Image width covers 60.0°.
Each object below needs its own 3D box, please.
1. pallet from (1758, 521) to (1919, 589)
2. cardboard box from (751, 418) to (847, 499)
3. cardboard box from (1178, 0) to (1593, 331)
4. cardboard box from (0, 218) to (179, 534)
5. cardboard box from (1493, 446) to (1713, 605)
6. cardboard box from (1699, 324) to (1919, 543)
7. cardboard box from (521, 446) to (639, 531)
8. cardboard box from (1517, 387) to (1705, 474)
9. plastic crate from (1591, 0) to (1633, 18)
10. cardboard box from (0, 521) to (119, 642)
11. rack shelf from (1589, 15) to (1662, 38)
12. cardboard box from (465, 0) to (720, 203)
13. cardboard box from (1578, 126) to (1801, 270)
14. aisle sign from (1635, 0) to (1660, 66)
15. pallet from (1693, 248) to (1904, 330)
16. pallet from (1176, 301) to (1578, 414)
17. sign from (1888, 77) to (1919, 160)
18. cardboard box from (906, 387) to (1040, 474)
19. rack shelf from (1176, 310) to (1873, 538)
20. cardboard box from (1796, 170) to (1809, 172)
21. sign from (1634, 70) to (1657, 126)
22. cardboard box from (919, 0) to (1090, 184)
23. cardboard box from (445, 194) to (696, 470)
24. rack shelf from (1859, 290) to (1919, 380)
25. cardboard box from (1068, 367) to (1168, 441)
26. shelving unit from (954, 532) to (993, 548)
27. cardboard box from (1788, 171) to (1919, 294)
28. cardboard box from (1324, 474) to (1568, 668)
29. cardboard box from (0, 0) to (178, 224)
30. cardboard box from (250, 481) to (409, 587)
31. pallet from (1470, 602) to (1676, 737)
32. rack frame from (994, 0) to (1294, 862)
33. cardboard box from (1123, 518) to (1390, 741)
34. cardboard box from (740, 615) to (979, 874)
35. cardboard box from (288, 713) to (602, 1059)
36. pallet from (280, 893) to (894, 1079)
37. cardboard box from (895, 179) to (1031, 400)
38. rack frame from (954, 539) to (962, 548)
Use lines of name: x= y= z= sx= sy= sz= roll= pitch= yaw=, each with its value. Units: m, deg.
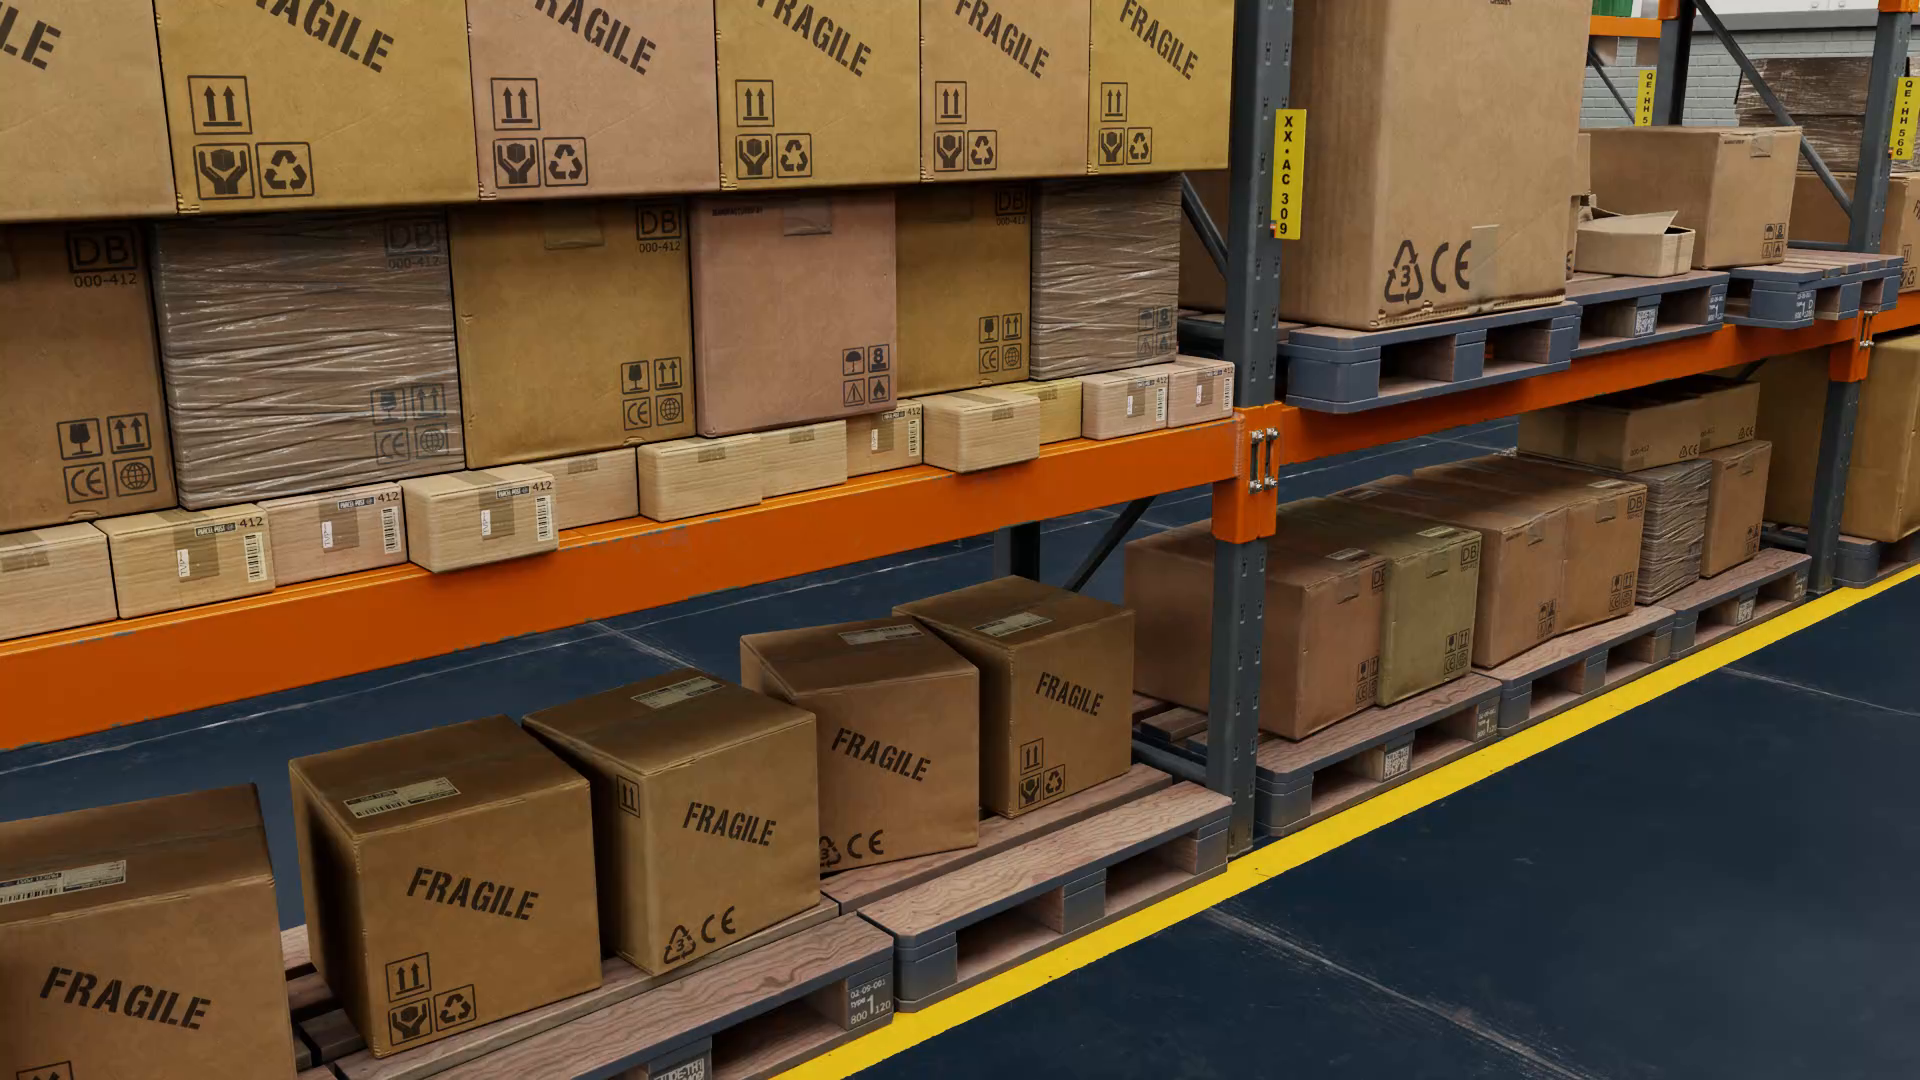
pallet: x=4.142 y=-0.078 z=8.131 sx=1.213 sy=0.211 sz=1.003 roll=-13 pitch=19 yaw=-39
cardboard box: x=-0.464 y=-0.211 z=3.715 sx=0.250 sy=0.149 sz=0.380 roll=-13 pitch=19 yaw=-39
cardboard box: x=1.172 y=-1.228 z=5.060 sx=1.000 sy=1.000 sz=1.000 roll=-12 pitch=19 yaw=-39
cardboard box: x=-1.806 y=-0.339 z=2.935 sx=0.500 sy=0.500 sz=0.875 roll=-13 pitch=19 yaw=-39
cardboard box: x=2.596 y=-0.097 z=6.792 sx=0.700 sy=0.500 sz=0.500 roll=14 pitch=20 yaw=42
cardboard box: x=4.032 y=-0.595 z=7.969 sx=0.875 sy=0.875 sz=1.225 roll=-14 pitch=20 yaw=-42
cardboard box: x=-0.869 y=-0.135 z=3.428 sx=0.250 sy=0.149 sz=0.380 roll=-13 pitch=19 yaw=-39
cardboard box: x=2.619 y=-0.462 z=6.705 sx=0.500 sy=0.250 sz=0.500 roll=-10 pitch=18 yaw=-33
plastic crate: x=5.725 y=-4.750 z=14.817 sx=0.336 sy=0.188 sz=0.450 roll=-13 pitch=19 yaw=-39
cardboard box: x=-1.591 y=0.044 z=2.758 sx=0.250 sy=0.149 sz=0.380 roll=-13 pitch=19 yaw=-39
rack shelf: x=4.773 y=-4.388 z=14.447 sx=4.000 sy=0.370 sz=1.077 roll=-13 pitch=19 yaw=-39
cardboard box: x=-0.812 y=-0.920 z=3.174 sx=0.500 sy=0.500 sz=0.500 roll=-13 pitch=19 yaw=-39
cardboard box: x=2.761 y=-1.344 z=6.461 sx=0.500 sy=0.500 sz=0.700 roll=-9 pitch=18 yaw=-31
aisle sign: x=6.528 y=-4.836 z=15.507 sx=0.004 sy=0.787 sz=0.394 roll=-13 pitch=19 yaw=-39
pallet: x=3.030 y=-1.072 z=6.822 sx=1.003 sy=0.211 sz=1.213 roll=-13 pitch=19 yaw=-39
pallet: x=1.153 y=-0.637 z=5.193 sx=1.213 sy=0.211 sz=1.003 roll=-13 pitch=19 yaw=-39
sign: x=3.861 y=-1.723 z=6.798 sx=0.005 sy=0.325 sz=0.100 roll=-13 pitch=19 yaw=-39
cardboard box: x=-0.027 y=-0.278 z=3.965 sx=0.250 sy=0.149 sz=0.380 roll=-13 pitch=19 yaw=-39
rack shelf: x=1.989 y=-0.620 z=6.151 sx=4.000 sy=0.370 sz=1.077 roll=-13 pitch=19 yaw=-39
cardboard box: x=3.708 y=-1.486 z=7.807 sx=0.500 sy=0.500 sz=0.500 roll=-12 pitch=19 yaw=-38
sign: x=3.131 y=-1.973 z=7.579 sx=0.005 sy=0.325 sz=0.100 roll=-13 pitch=19 yaw=-39
cardboard box: x=-0.055 y=-1.089 z=3.805 sx=0.500 sy=0.500 sz=0.500 roll=-13 pitch=19 yaw=-39
cardboard box: x=-1.015 y=-0.497 z=3.529 sx=0.500 sy=0.500 sz=0.875 roll=-13 pitch=19 yaw=-39
rack shelf: x=5.007 y=-1.297 z=8.688 sx=4.000 sy=0.370 sz=1.077 roll=-13 pitch=19 yaw=-39
cardboard box: x=0.316 y=-0.373 z=4.320 sx=0.250 sy=0.149 sz=0.380 roll=-13 pitch=19 yaw=-39
shelving unit: x=0.006 y=-0.436 z=8.139 sx=0.210 sy=0.900 sz=0.258 roll=-13 pitch=19 yaw=-39
cardboard box: x=4.043 y=-1.384 z=7.423 sx=0.500 sy=0.500 sz=0.500 roll=-12 pitch=19 yaw=-38
cardboard box: x=1.752 y=0.095 z=6.073 sx=0.700 sy=0.500 sz=0.500 roll=14 pitch=20 yaw=42
cardboard box: x=-1.561 y=-0.749 z=2.535 sx=0.500 sy=0.500 sz=0.500 roll=-13 pitch=19 yaw=-39
cardboard box: x=-1.227 y=-0.044 z=3.090 sx=0.250 sy=0.149 sz=0.380 roll=-13 pitch=19 yaw=-39
pallet: x=1.988 y=0.379 z=6.422 sx=1.213 sy=0.211 sz=1.003 roll=-13 pitch=19 yaw=-39
rack frame: x=0.481 y=-0.628 z=4.790 sx=0.127 sy=3.000 sz=1.000 roll=-13 pitch=19 yaw=-39
cardboard box: x=0.958 y=0.267 z=5.429 sx=0.700 sy=0.500 sz=0.500 roll=14 pitch=21 yaw=43
cardboard box: x=-0.275 y=0.535 z=4.465 sx=0.500 sy=0.500 sz=0.500 roll=-6 pitch=16 yaw=-22
cardboard box: x=-1.142 y=0.741 z=3.692 sx=0.500 sy=0.500 sz=0.500 roll=-10 pitch=18 yaw=-34
pallet: x=-0.924 y=1.047 z=3.920 sx=1.213 sy=0.211 sz=1.003 roll=-13 pitch=19 yaw=-39
cardboard box: x=-0.300 y=-0.678 z=4.207 sx=0.500 sy=0.500 sz=0.875 roll=-13 pitch=19 yaw=-39
rack frame: x=-0.071 y=-0.419 z=8.075 sx=0.006 sy=0.900 sz=0.240 roll=-13 pitch=19 yaw=-39
